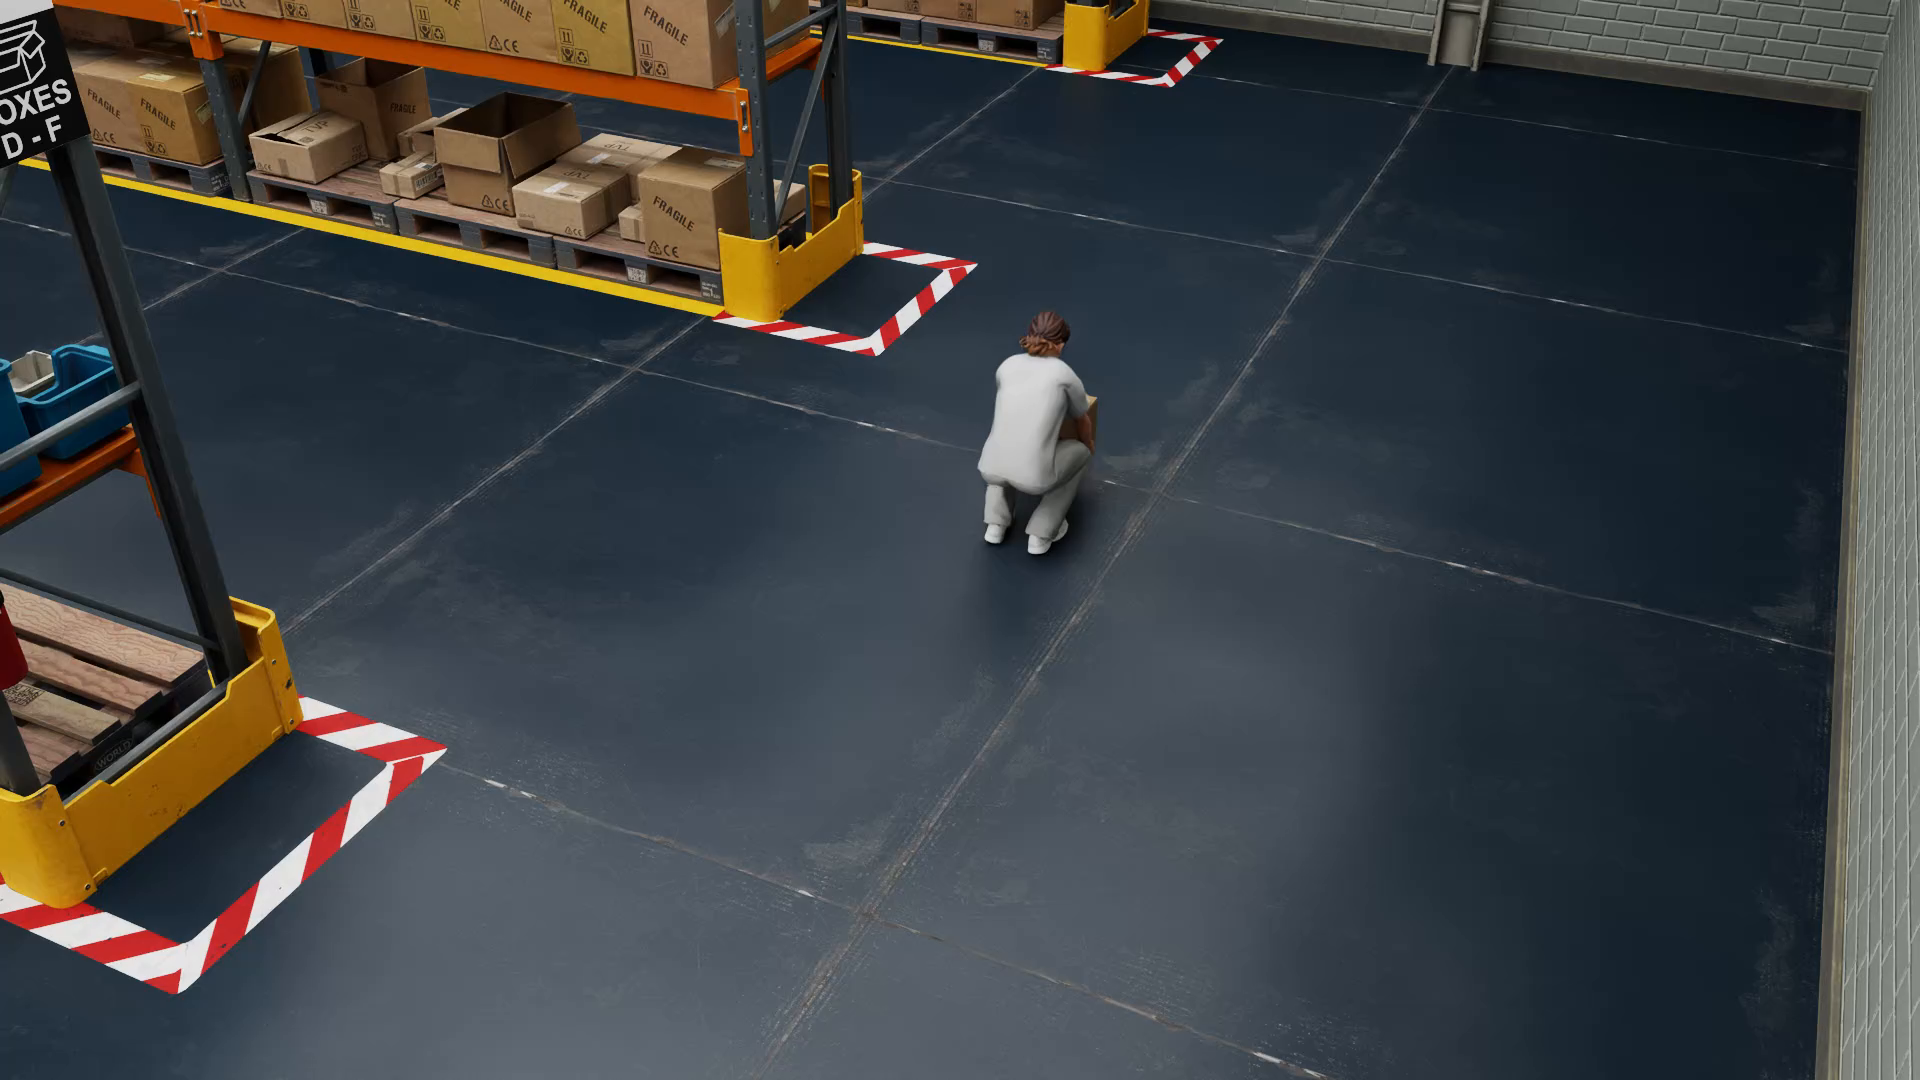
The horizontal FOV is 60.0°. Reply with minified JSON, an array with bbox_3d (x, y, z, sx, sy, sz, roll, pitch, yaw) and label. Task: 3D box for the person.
[{"bbox_3d":[0.348,-0.485,7.544,0.464,0.931,0.817,14,36,19],"label":"person"}]
